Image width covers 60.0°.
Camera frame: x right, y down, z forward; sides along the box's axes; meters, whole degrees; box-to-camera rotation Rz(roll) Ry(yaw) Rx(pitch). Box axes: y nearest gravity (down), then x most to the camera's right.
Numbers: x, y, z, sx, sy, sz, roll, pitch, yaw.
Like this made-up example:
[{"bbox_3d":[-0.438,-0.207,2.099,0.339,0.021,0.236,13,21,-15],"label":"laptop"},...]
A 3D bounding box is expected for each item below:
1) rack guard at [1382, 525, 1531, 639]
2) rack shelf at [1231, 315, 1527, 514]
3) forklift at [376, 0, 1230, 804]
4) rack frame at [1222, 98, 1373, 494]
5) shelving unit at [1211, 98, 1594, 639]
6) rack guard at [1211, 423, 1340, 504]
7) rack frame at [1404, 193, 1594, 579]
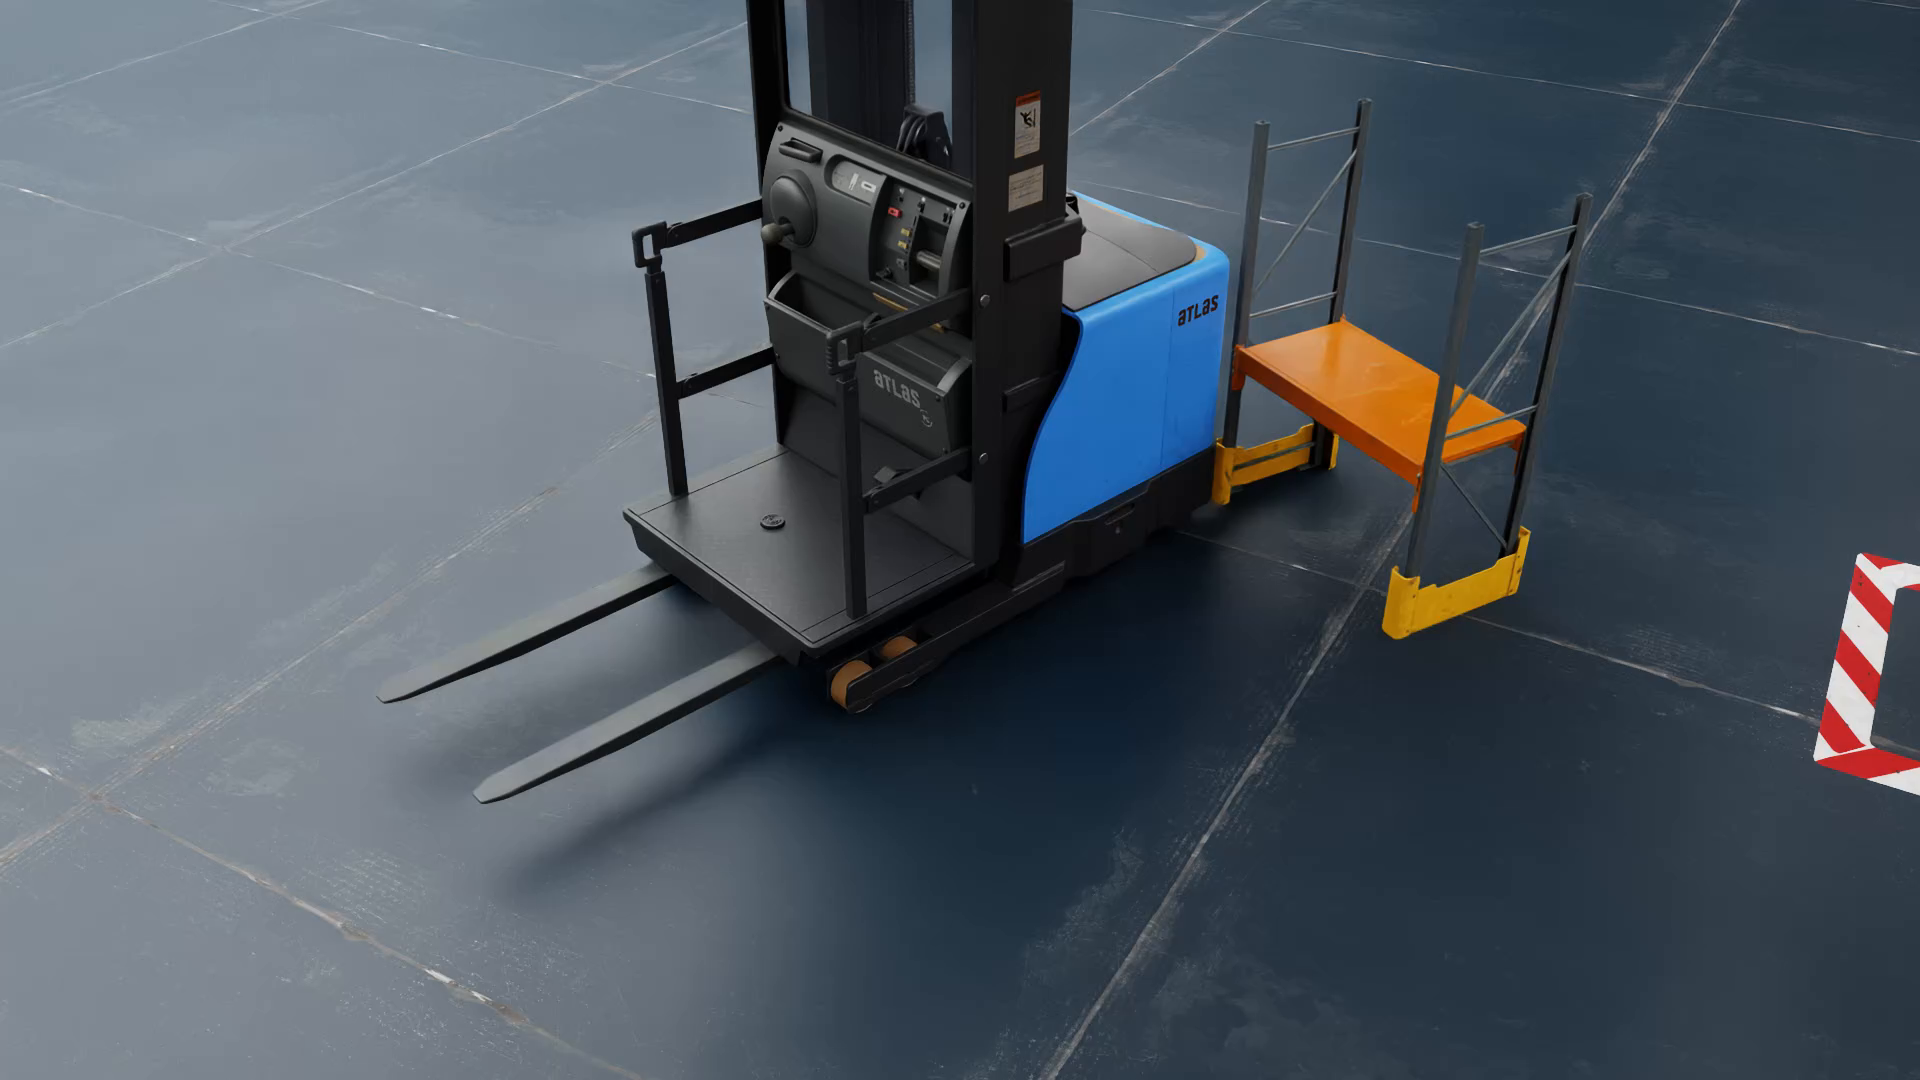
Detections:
[{"bbox_3d":[1.736,0.141,5.813,0.587,0.250,0.087,-17,37,-24],"label":"rack guard"},{"bbox_3d":[1.485,-0.474,5.933,0.538,0.185,1.000,-17,37,-24],"label":"rack shelf"},{"bbox_3d":[-0.463,-0.987,5.088,3.031,2.935,1.130,-27,42,-34],"label":"forklift"},{"bbox_3d":[1.234,-0.869,6.201,0.500,1.500,0.032,-17,37,-24],"label":"rack frame"},{"bbox_3d":[1.490,-0.619,5.827,0.587,1.500,1.083,-17,37,-24],"label":"shelving unit"},{"bbox_3d":[1.244,-0.339,6.534,0.587,0.250,0.087,-17,37,-24],"label":"rack guard"},{"bbox_3d":[1.736,-0.379,5.465,0.500,1.500,0.032,-17,37,-24],"label":"rack frame"}]
